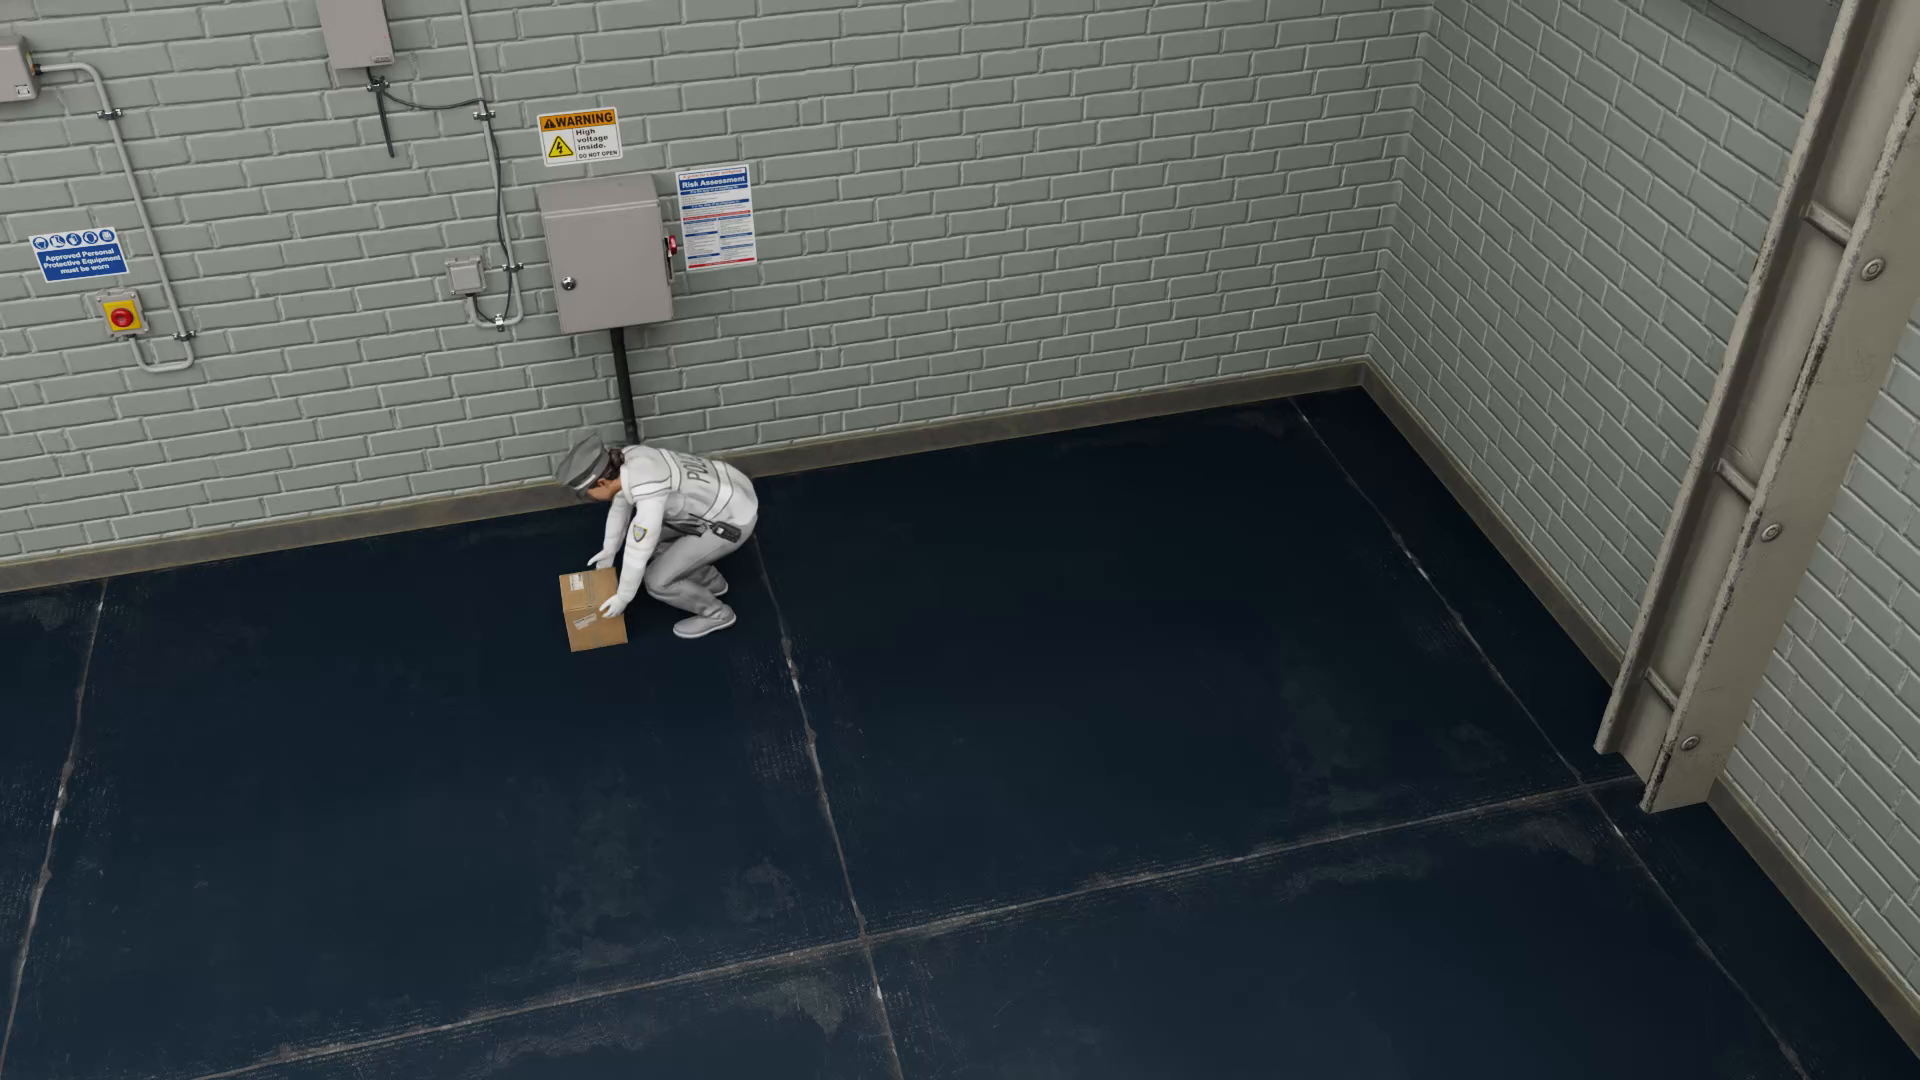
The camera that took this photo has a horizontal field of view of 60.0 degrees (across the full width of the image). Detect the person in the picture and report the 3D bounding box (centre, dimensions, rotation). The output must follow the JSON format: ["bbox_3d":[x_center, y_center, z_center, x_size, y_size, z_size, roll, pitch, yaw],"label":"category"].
[{"bbox_3d":[-1.266,0.008,7.309,0.760,0.917,0.501,-10,39,-12],"label":"person"}]
